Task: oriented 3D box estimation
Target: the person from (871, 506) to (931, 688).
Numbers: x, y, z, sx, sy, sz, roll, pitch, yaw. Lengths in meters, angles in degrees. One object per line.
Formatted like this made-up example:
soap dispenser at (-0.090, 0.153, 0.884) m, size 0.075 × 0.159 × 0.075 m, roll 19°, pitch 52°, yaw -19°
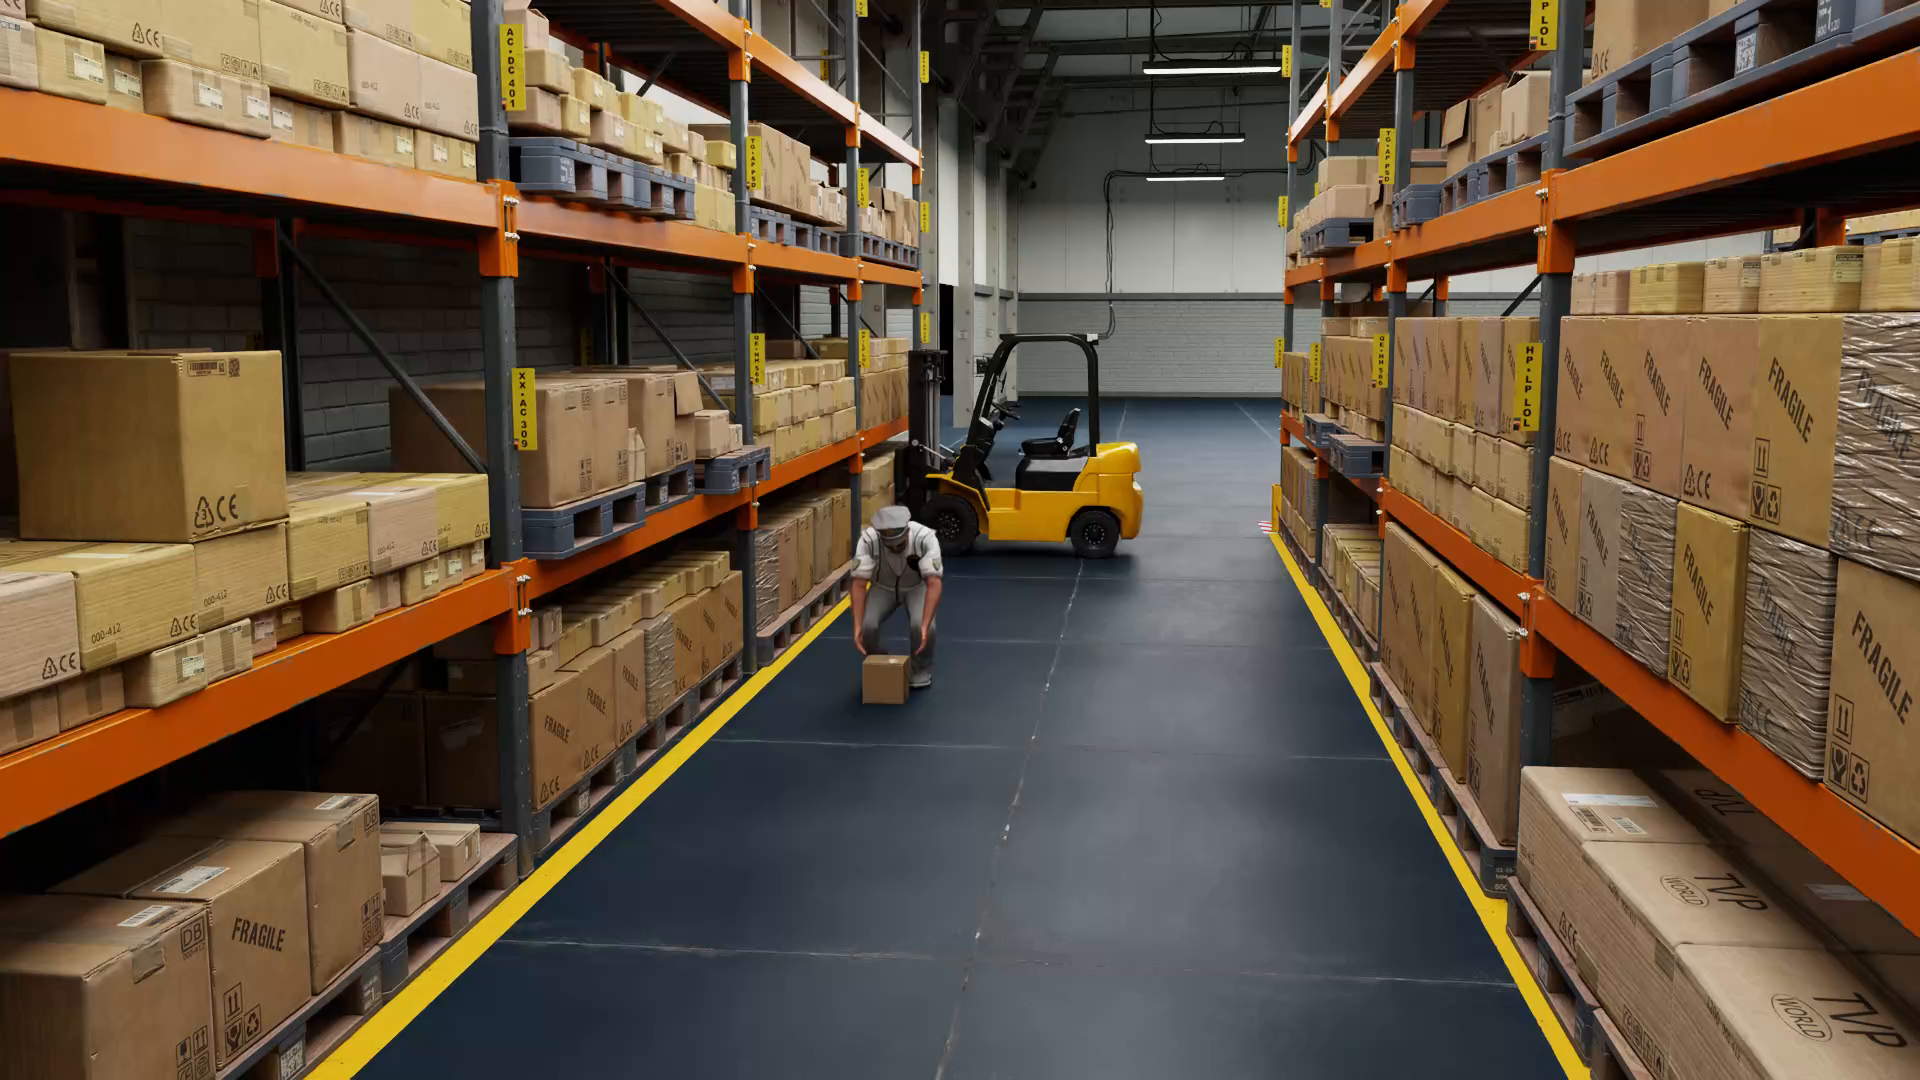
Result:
person at (-0.424, 0.354, 10.296) m, size 0.430 × 1.177 × 0.720 m, roll 1°, pitch 8°, yaw 10°
